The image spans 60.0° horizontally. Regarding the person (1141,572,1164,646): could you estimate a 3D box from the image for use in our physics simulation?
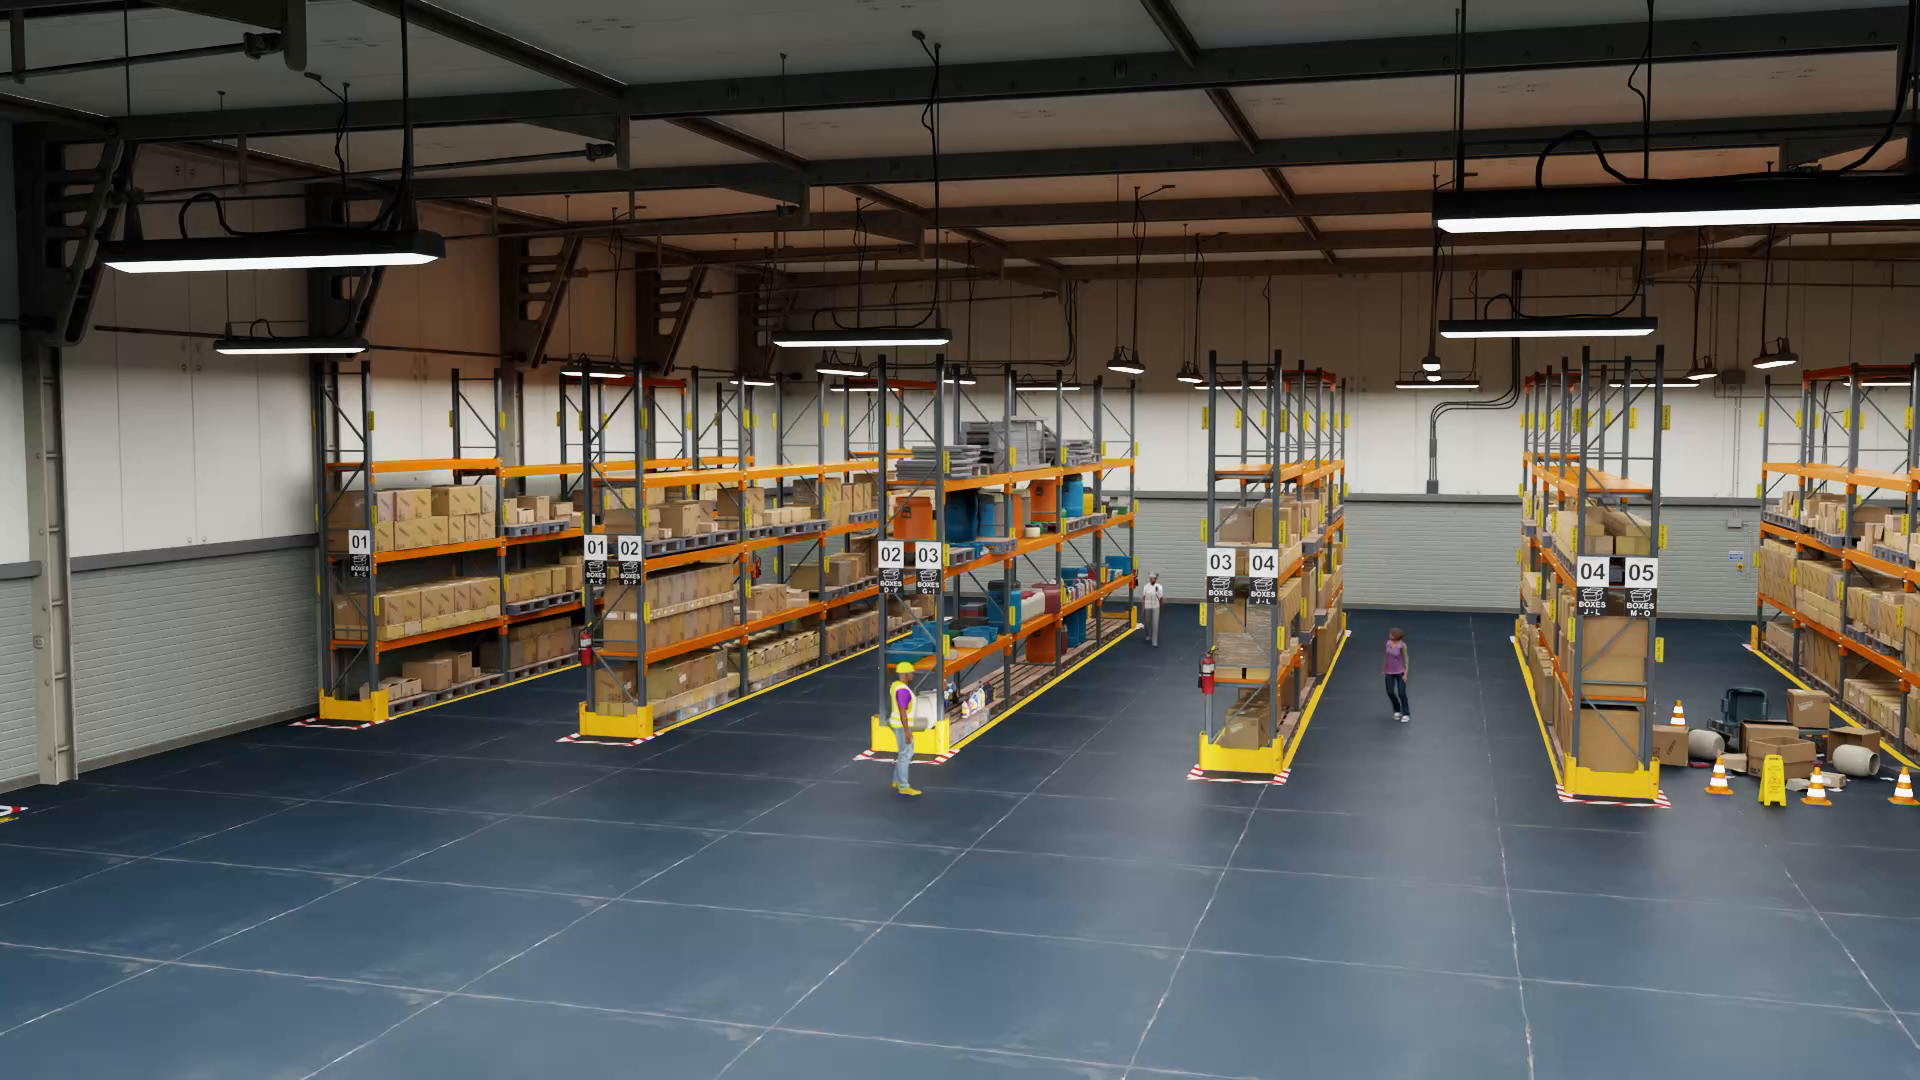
[{"bbox_3d":[4.302,1.521,37.166,0.494,1.644,0.939,0,4,6],"label":"person"}]

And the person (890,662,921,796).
[{"bbox_3d":[-0.745,2.558,22.403,0.395,1.839,0.676,-1,4,-9],"label":"person"}]

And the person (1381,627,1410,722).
[{"bbox_3d":[7.327,2.234,27.870,0.500,1.573,0.456,3,5,38],"label":"person"}]
